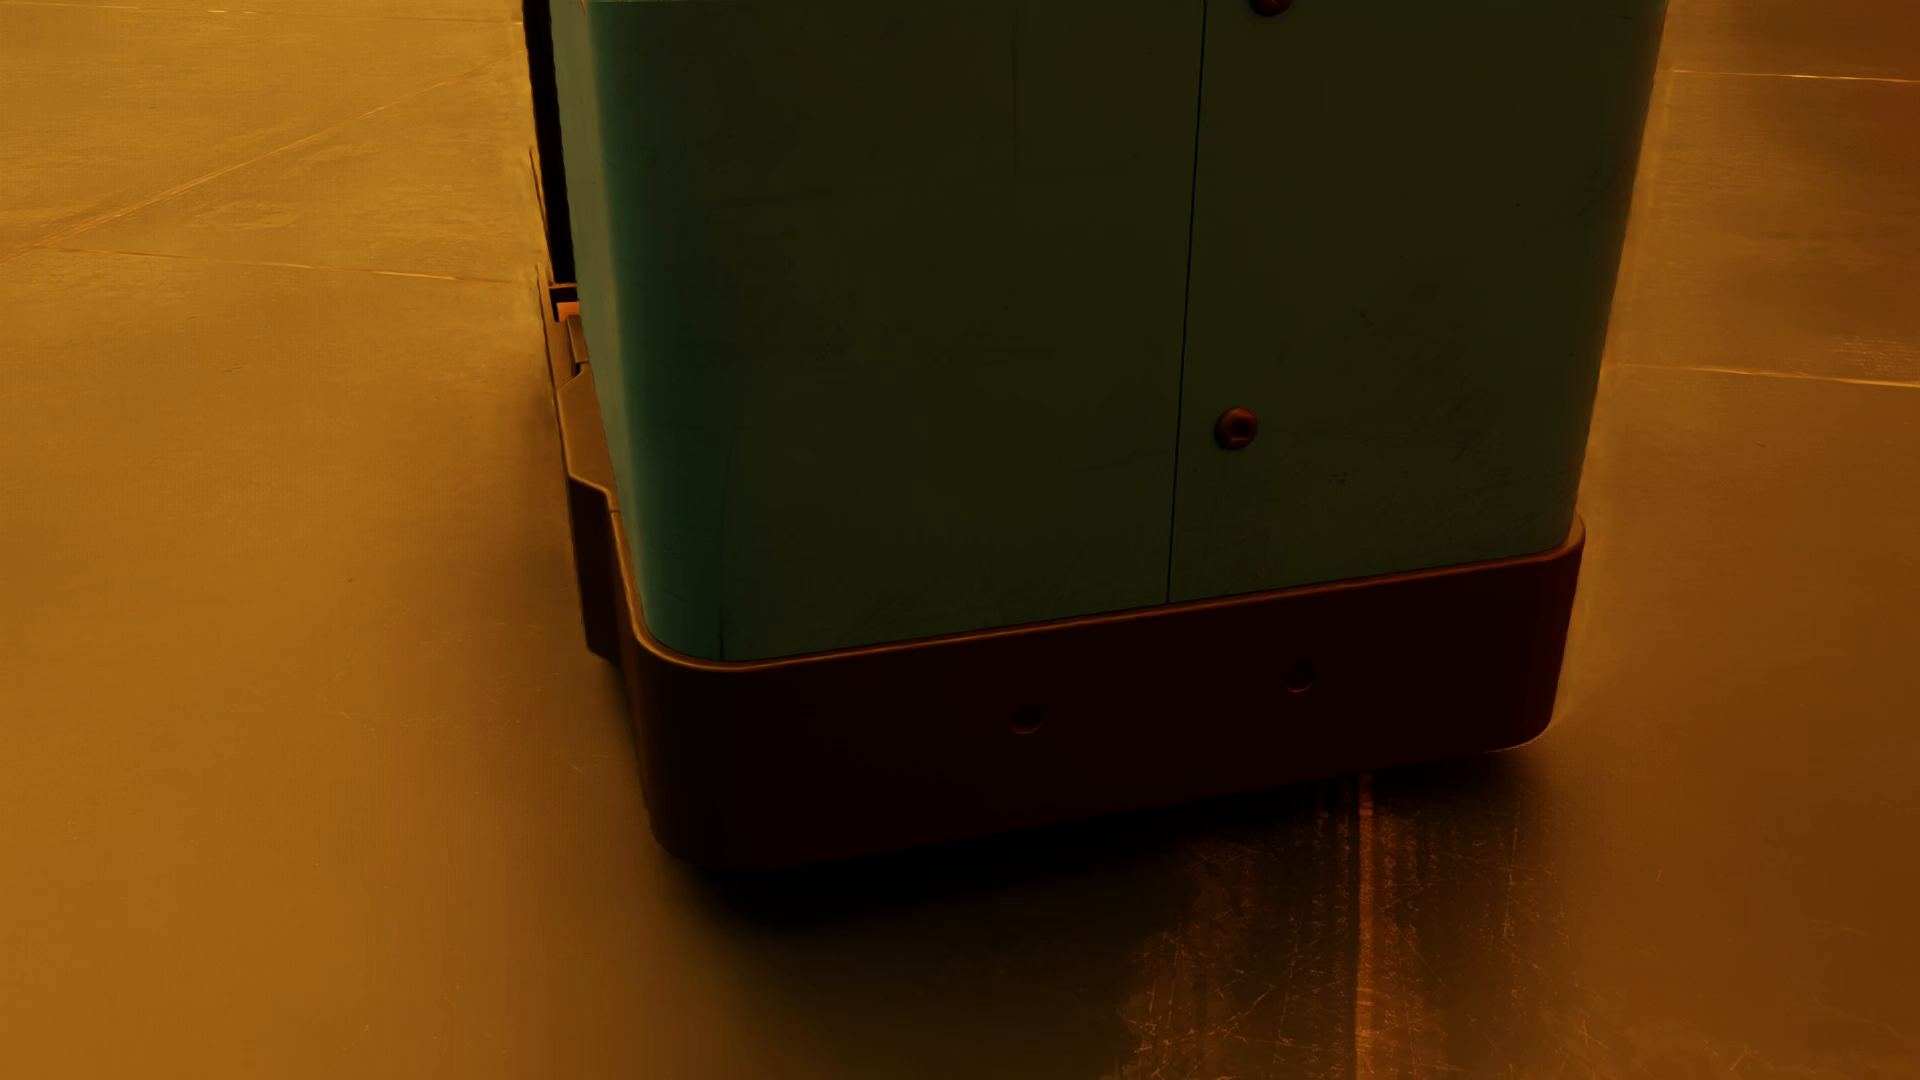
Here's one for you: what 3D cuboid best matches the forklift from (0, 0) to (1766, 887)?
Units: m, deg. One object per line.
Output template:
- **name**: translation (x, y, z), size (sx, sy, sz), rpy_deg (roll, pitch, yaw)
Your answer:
- **forklift**: translation (-0.513, -1.462, 2.143), size (3.031, 2.935, 1.130), rpy_deg (17, 32, 31)
